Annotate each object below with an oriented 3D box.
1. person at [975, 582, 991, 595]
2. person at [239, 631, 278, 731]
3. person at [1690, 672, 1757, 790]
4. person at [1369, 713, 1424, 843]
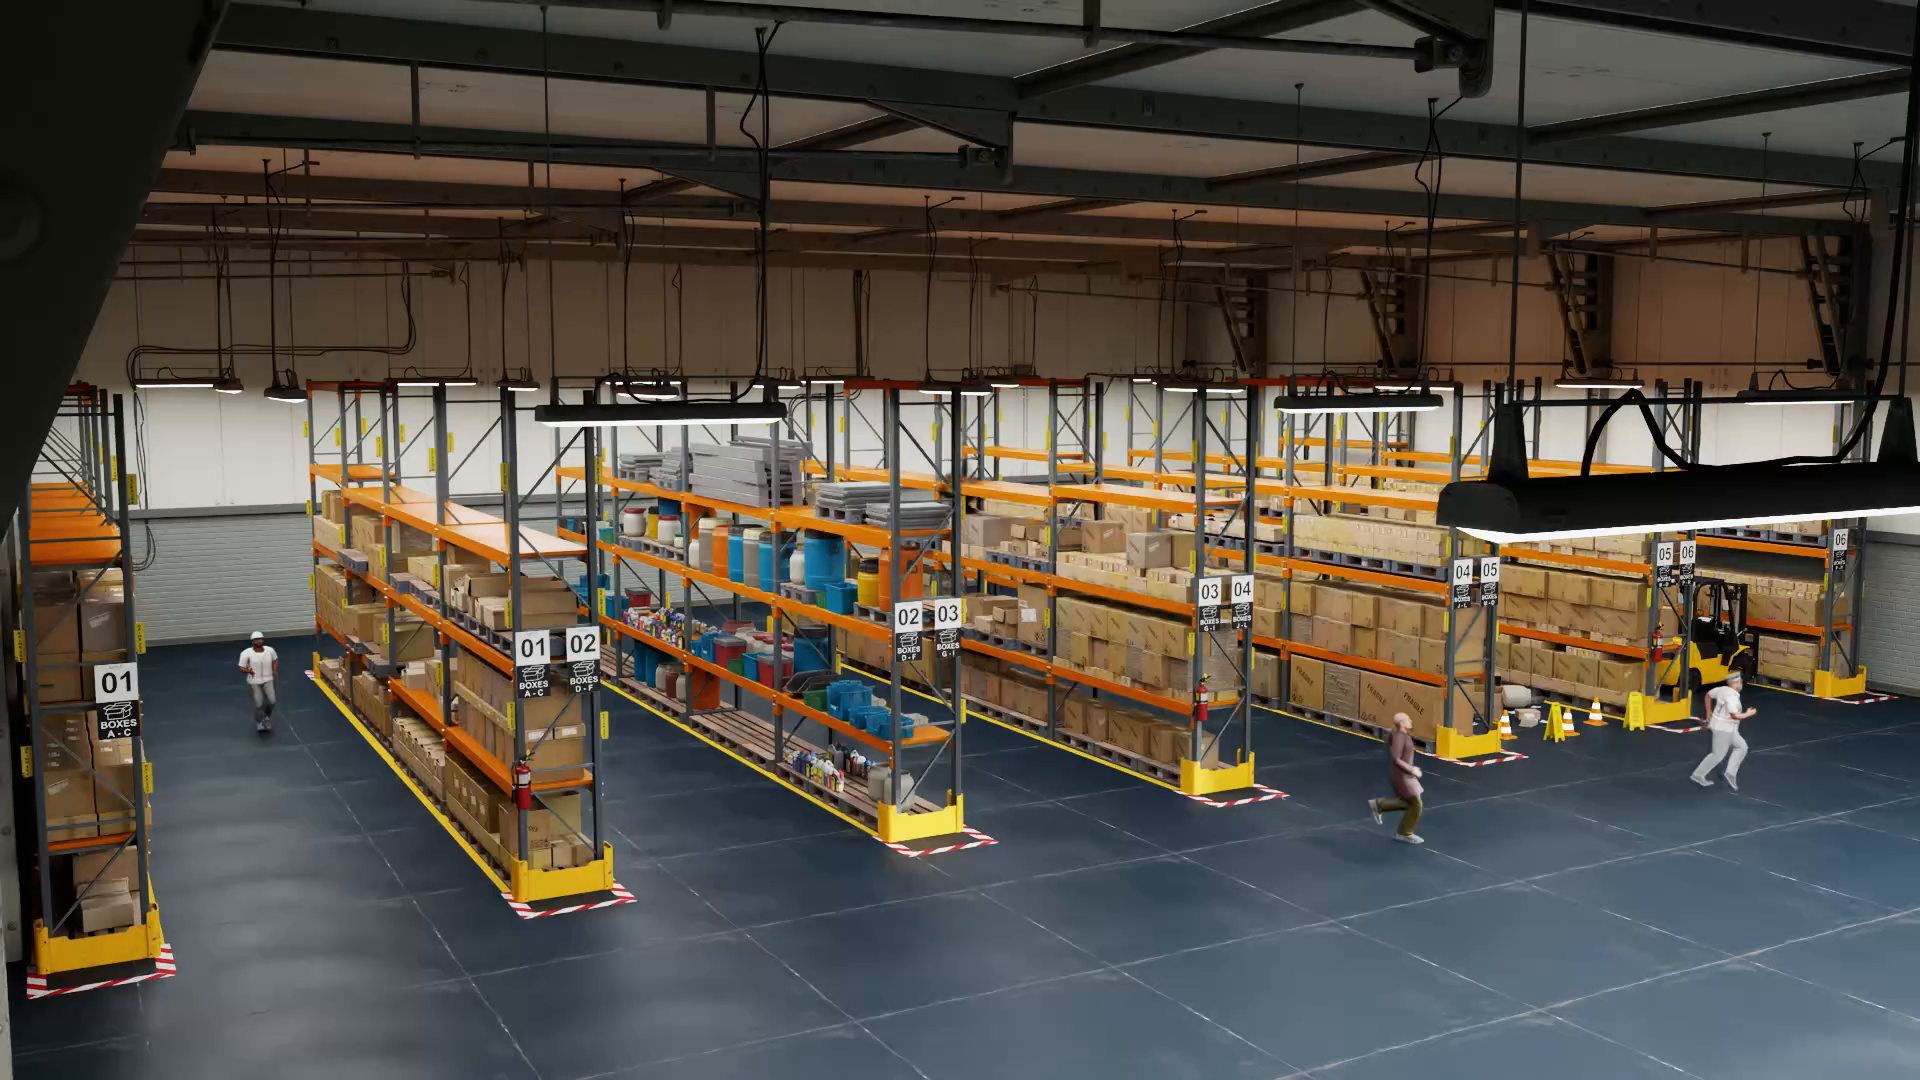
[{"bbox_3d":[0.628,0.987,42.763,0.517,1.595,0.638,4,7,36],"label":"person"},{"bbox_3d":[-11.962,2.432,28.489,0.682,1.733,0.617,-4,7,-35],"label":"person"},{"bbox_3d":[11.351,2.839,24.716,0.858,1.811,0.689,2,6,14],"label":"person"},{"bbox_3d":[5.800,3.141,22.038,0.714,1.733,0.742,1,6,9],"label":"person"}]
